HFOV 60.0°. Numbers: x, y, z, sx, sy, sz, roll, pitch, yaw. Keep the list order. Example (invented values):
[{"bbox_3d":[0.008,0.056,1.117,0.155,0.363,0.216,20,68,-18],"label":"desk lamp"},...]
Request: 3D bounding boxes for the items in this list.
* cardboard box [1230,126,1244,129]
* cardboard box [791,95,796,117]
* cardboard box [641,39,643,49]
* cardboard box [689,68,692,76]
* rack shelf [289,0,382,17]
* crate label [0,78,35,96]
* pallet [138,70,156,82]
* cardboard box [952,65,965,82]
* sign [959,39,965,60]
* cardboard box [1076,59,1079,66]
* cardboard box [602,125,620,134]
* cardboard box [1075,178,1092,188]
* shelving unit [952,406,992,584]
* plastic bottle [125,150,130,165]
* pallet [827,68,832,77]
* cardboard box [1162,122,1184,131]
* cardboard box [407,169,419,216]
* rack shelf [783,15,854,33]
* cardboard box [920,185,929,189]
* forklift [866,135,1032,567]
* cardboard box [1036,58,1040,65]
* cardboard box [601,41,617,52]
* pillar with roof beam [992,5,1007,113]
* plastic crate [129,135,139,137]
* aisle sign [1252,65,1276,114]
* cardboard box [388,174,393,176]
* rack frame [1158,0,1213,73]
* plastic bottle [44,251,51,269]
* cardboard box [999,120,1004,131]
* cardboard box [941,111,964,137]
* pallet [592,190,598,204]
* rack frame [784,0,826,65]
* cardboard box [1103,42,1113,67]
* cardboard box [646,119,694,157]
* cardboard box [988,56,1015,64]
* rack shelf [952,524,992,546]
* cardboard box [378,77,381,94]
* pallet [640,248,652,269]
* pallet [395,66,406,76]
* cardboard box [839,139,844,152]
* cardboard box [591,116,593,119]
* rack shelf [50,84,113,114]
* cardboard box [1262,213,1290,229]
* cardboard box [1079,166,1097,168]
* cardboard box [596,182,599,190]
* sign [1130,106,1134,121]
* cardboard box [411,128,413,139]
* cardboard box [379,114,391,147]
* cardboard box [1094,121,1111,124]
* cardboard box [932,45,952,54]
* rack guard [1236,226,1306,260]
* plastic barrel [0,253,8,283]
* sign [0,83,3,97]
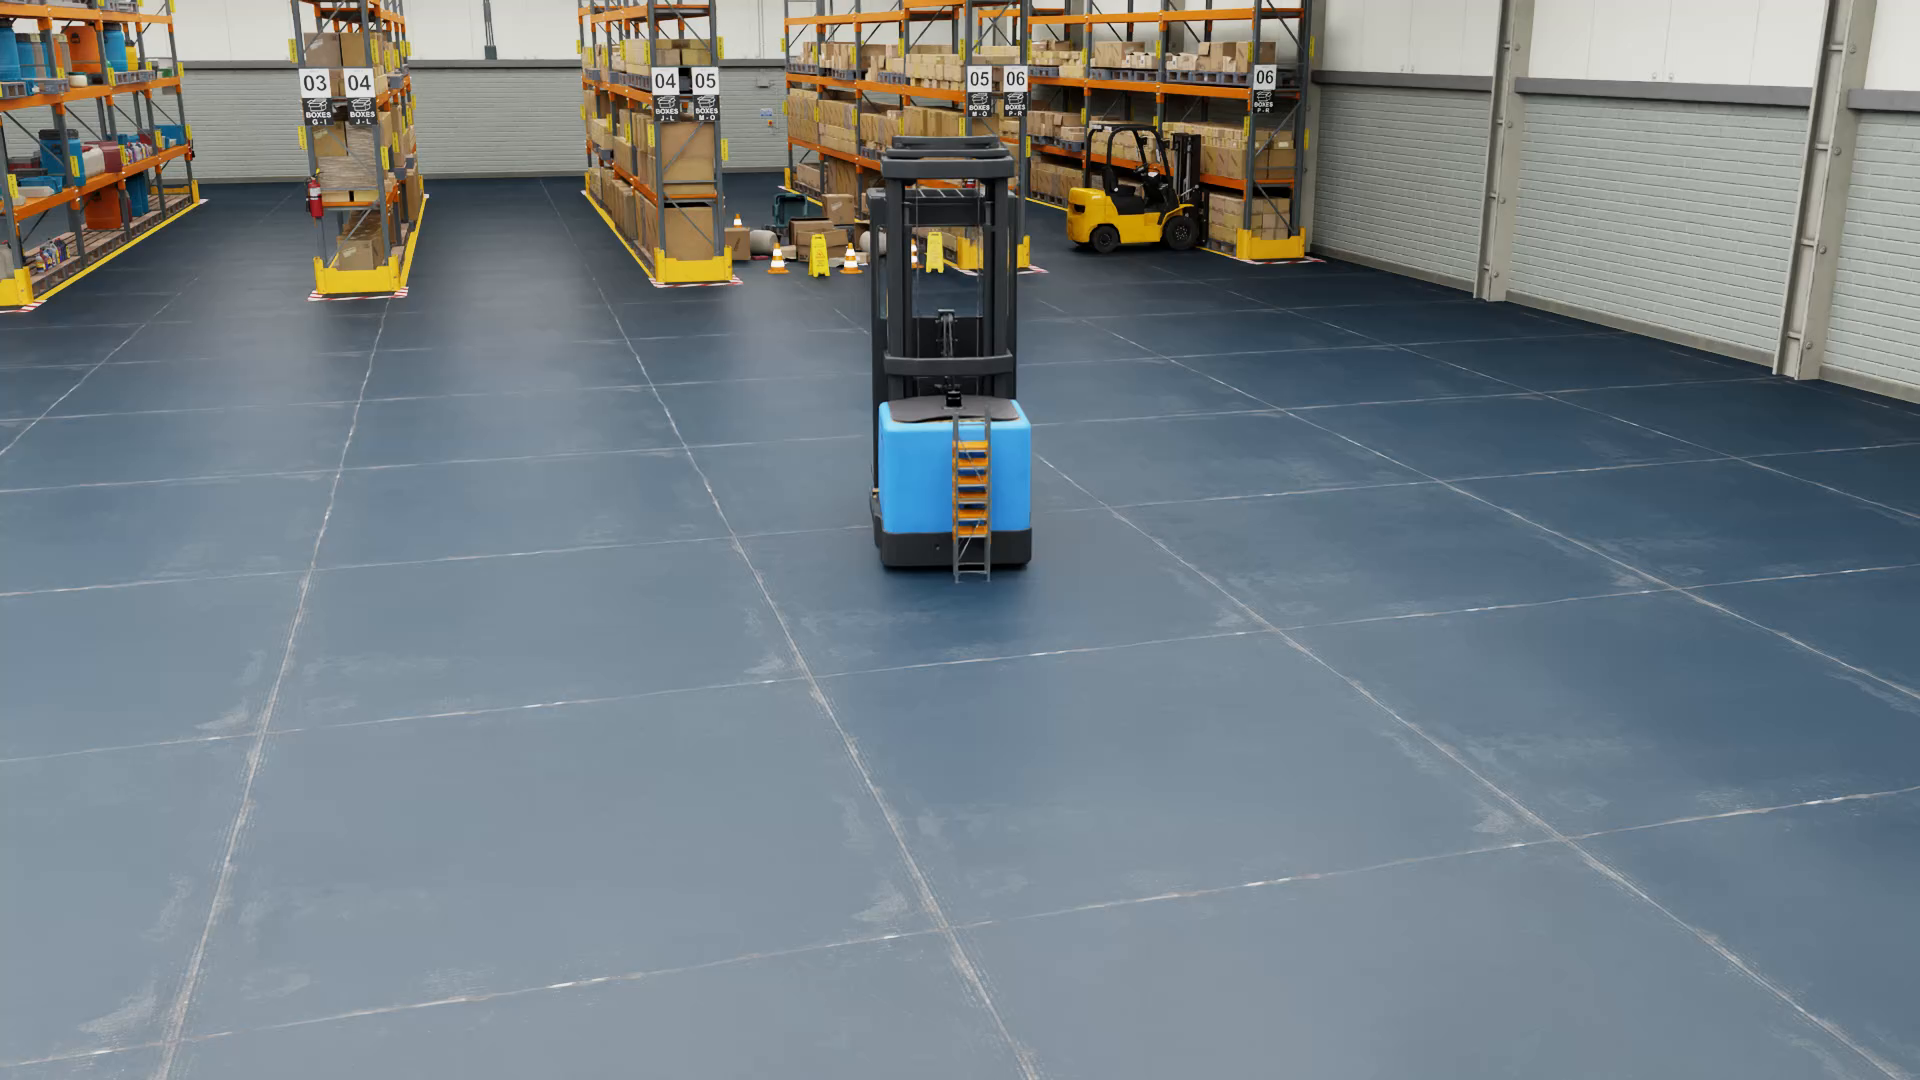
[{"bbox_3d":[5.061,-7.360,29.921,0.380,0.149,0.250,-5,17,-15],"label":"cardboard box"},{"bbox_3d":[-3.816,-10.580,40.548,0.500,0.500,0.500,-5,17,-17],"label":"cardboard box"},{"bbox_3d":[-4.714,-7.660,25.670,0.380,0.149,0.250,-4,17,-14],"label":"cardboard box"},{"bbox_3d":[-3.944,-7.192,25.498,0.380,0.149,0.250,-5,17,-15],"label":"cardboard box"},{"bbox_3d":[-9.504,-8.222,25.438,1.077,0.370,4.000,-5,17,-15],"label":"rack shelf"},{"bbox_3d":[-13.914,-6.660,24.453,0.502,0.251,0.408,-5,17,-15],"label":"crate label"},{"bbox_3d":[-16.705,-9.207,33.002,1.213,0.211,1.003,-5,17,-15],"label":"pallet"},{"bbox_3d":[0.174,-7.553,26.912,0.500,0.250,0.500,-5,17,-16],"label":"cardboard box"},{"bbox_3d":[0.035,-7.748,26.278,0.100,0.325,0.005,-5,17,-15],"label":"sign"},{"bbox_3d":[2.718,-10.314,35.929,0.380,0.149,0.250,-4,17,-14],"label":"cardboard box"},{"bbox_3d":[-6.932,-8.184,33.156,0.380,0.149,0.250,-5,18,-17],"label":"cardboard box"},{"bbox_3d":[2.824,-7.636,36.273,0.500,0.500,0.500,-4,17,-14],"label":"cardboard box"},{"bbox_3d":[0.079,-0.304,11.379,0.258,1.200,0.189,-1,17,-5],"label":"shelving unit"},{"bbox_3d":[-15.983,-7.337,31.886,0.097,0.271,0.097,0,17,0],"label":"plastic bottle"},{"bbox_3d":[-2.425,-10.340,36.779,0.805,0.209,1.217,-5,18,-17],"label":"pallet"},{"bbox_3d":[4.048,-7.815,31.435,0.380,0.149,0.250,-4,17,-14],"label":"cardboard box"},{"bbox_3d":[-11.560,-6.978,33.432,1.225,0.875,0.875,-5,17,-15],"label":"cardboard box"},{"bbox_3d":[-3.274,-12.135,39.154,1.077,0.370,4.000,-5,17,-15],"label":"rack shelf"},{"bbox_3d":[-0.503,-6.220,29.563,0.380,0.149,0.250,-4,17,-13],"label":"cardboard box"},{"bbox_3d":[-0.141,-1.594,12.664,1.130,2.935,3.031,-1,17,-5],"label":"forklift"},{"bbox_3d":[1.936,-10.876,37.764,0.380,0.149,0.250,-4,17,-14],"label":"cardboard box"},{"bbox_3d":[-7.091,-10.016,33.862,0.396,0.266,0.258,-5,17,-15],"label":"cardboard box"},{"bbox_3d":[-3.065,-14.094,43.731,9.100,9.000,0.400,-5,17,-15],"label":"pillar with roof beam"},{"bbox_3d":[-18.182,-8.848,36.881,0.416,0.233,0.300,-5,17,-15],"label":"plastic crate"},{"bbox_3d":[5.081,-7.522,27.762,0.394,0.787,0.004,-5,17,-15],"label":"aisle sign"},{"bbox_3d":[-9.653,-6.022,27.722,0.380,0.149,0.250,-5,17,-15],"label":"cardboard box"},{"bbox_3d":[4.246,-10.298,31.094,1.000,3.000,0.127,-5,17,-15],"label":"rack frame"},{"bbox_3d":[-14.037,-4.303,25.541,0.097,0.271,0.097,0,17,0],"label":"plastic bottle"},{"bbox_3d":[1.256,-10.249,41.102,0.500,0.250,0.500,-5,17,-17],"label":"cardboard box"},{"bbox_3d":[0.092,-6.859,27.644,0.700,0.500,0.500,-5,17,-15],"label":"cardboard box"},{"bbox_3d":[-8.013,-8.011,38.754,1.003,0.211,1.213,-5,17,-15],"label":"pallet"},{"bbox_3d":[-3.823,-13.224,40.835,1.000,3.000,0.127,-5,17,-15],"label":"rack frame"},{"bbox_3d":[3.346,-9.914,33.951,0.700,0.500,0.500,-5,17,-16],"label":"cardboard box"},{"bbox_3d":[-4.462,-6.346,26.225,0.875,0.550,0.550,-5,17,-15],"label":"cardboard box"},{"bbox_3d":[0.672,-7.738,26.835,0.380,0.149,0.250,-5,17,-16],"label":"cardboard box"},{"bbox_3d":[0.079,-0.032,11.461,0.258,0.103,0.180,-1,17,-5],"label":"rack shelf"},{"bbox_3d":[-9.118,-6.940,25.388,0.500,0.250,0.500,-5,17,-15],"label":"cardboard box"},{"bbox_3d":[-4.784,-4.722,27.806,1.003,0.211,1.213,-5,17,-15],"label":"pallet"},{"bbox_3d":[-12.467,-10.082,35.743,1.003,0.211,1.213,-5,17,-15],"label":"pallet"},{"bbox_3d":[-2.292,-8.466,35.684,0.500,0.250,0.500,-5,17,-16],"label":"cardboard box"},{"bbox_3d":[-8.002,-9.271,37.411,0.500,0.500,0.500,-5,17,-17],"label":"cardboard box"},{"bbox_3d":[-15.366,-7.502,28.249,1.077,0.370,4.000,-5,17,-15],"label":"rack shelf"},{"bbox_3d":[5.416,-5.589,29.025,0.500,0.250,0.500,-4,17,-14],"label":"cardboard box"},{"bbox_3d":[2.896,-8.369,37.586,0.380,0.149,0.250,-5,17,-15],"label":"cardboard box"},{"bbox_3d":[-8.025,-8.012,37.620,0.380,0.149,0.250,-5,18,-17],"label":"cardboard box"},{"bbox_3d":[3.680,-9.131,35.623,0.100,0.325,0.005,-5,17,-15],"label":"sign"},{"bbox_3d":[-12.537,-9.100,37.277,0.500,0.250,0.500,-5,17,-15],"label":"cardboard box"},{"bbox_3d":[-9.390,-6.538,26.575,0.500,0.500,0.500,-5,17,-15],"label":"cardboard box"},{"bbox_3d":[3.026,-8.705,34.917,0.380,0.149,0.250,-4,17,-14],"label":"cardboard box"},{"bbox_3d":[-0.447,-9.167,31.205,0.500,0.250,0.500,-5,17,-16],"label":"cardboard box"},{"bbox_3d":[5.352,-5.115,28.611,1.175,0.500,0.348,-5,17,-15],"label":"rack guard"},{"bbox_3d":[-13.971,-3.936,23.936,0.421,0.512,0.421,0,17,0],"label":"plastic barrel"},{"bbox_3d":[-13.187,-6.233,22.760,0.100,0.325,0.005,-5,17,-15],"label":"sign"}]
